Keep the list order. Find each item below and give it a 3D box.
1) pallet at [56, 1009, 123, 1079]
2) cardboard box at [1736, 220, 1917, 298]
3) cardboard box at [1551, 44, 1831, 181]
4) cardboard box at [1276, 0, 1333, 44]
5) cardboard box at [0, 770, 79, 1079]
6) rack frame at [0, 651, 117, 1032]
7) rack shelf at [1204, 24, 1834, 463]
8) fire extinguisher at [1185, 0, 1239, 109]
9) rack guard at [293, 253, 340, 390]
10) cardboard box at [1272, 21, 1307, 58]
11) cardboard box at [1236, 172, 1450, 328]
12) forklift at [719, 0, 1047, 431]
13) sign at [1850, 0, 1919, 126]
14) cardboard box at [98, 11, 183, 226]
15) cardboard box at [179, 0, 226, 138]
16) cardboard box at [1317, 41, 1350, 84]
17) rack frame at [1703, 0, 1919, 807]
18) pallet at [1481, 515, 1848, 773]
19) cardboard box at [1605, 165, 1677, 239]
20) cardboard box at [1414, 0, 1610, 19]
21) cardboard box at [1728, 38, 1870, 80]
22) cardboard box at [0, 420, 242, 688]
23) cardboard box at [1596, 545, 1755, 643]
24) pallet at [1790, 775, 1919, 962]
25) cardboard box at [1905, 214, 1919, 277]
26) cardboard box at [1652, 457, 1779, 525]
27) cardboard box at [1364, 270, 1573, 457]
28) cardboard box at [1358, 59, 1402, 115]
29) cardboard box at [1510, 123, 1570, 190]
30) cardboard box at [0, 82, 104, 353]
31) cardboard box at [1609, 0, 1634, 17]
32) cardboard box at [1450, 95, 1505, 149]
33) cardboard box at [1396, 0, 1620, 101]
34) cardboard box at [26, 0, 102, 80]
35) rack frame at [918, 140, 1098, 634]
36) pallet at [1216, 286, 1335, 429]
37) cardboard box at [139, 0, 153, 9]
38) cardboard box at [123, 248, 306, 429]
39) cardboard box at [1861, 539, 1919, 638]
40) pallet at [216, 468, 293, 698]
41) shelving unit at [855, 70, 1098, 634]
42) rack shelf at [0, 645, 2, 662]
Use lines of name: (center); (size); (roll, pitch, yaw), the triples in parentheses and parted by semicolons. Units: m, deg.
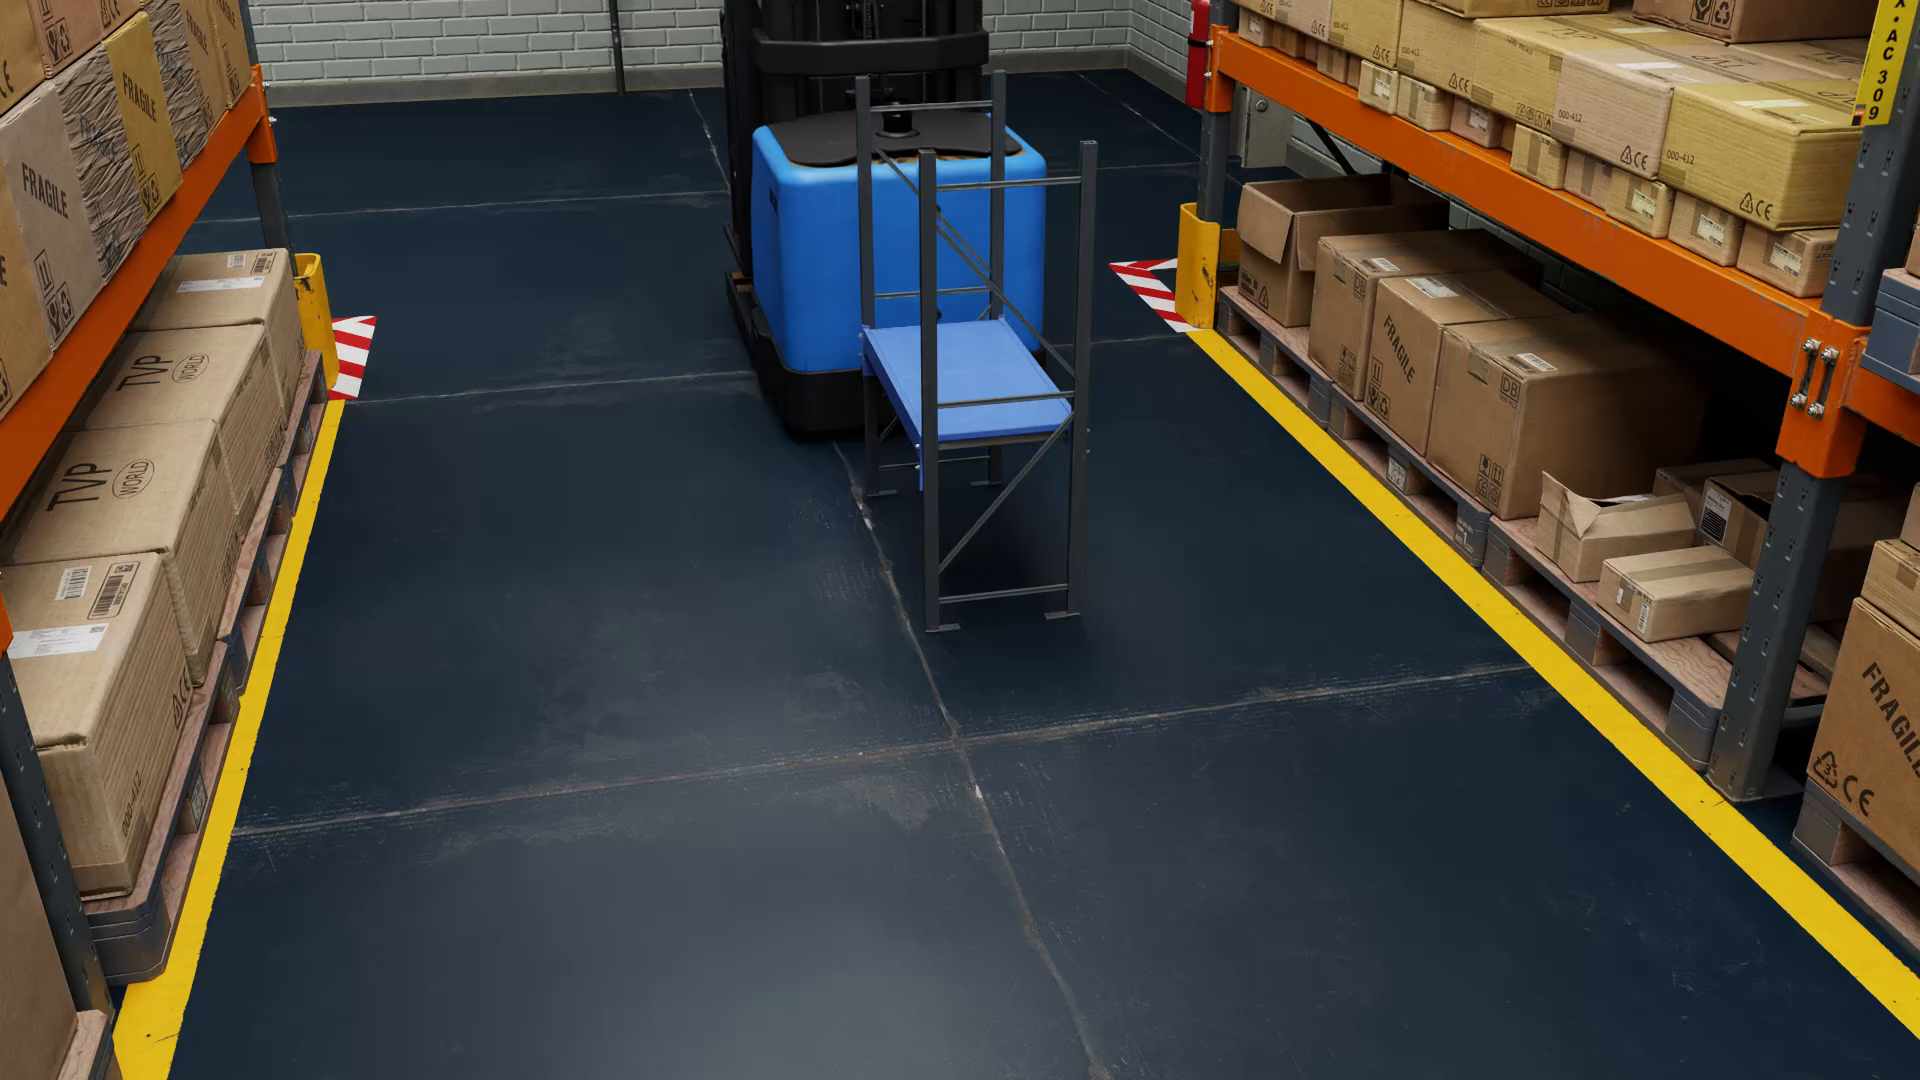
pallet: (-2.087, 1.364, 2.814); (1.003, 0.211, 1.213); (-6, 27, -12)
cardboard box: (2.183, -0.720, 4.126); (0.380, 0.149, 0.250); (-6, 27, -11)
cardboard box: (2.021, -1.201, 4.636); (0.500, 0.250, 0.500); (-6, 27, -11)
cardboard box: (1.553, -2.092, 6.402); (0.500, 0.250, 0.500); (-6, 27, -11)
cardboard box: (-2.117, 0.813, 2.702); (0.875, 0.875, 0.875); (-5, 27, -10)
rack frame: (-2.335, -0.212, 2.841); (1.000, 3.000, 0.127); (-6, 27, -12)
rack shelf: (2.050, -1.275, 5.745); (1.077, 0.370, 4.000); (-6, 27, -12)
fire extinguisher: (1.116, -2.290, 7.459); (0.296, 0.674, 0.183); (-6, 27, -12)
rack guard: (-3.242, -0.863, 6.904); (1.175, 0.500, 0.348); (-6, 27, -12)
cardboard box: (1.508, -2.082, 6.826); (0.380, 0.149, 0.250); (-5, 27, -10)
cardboard box: (1.645, -1.269, 7.239); (0.797, 0.503, 0.637); (-7, 28, -14)
forklift: (-0.503, -2.372, 7.197); (1.130, 2.935, 3.031); (-6, 27, -12)
sign: (1.974, -1.046, 3.532); (0.100, 0.325, 0.005); (-6, 27, -12)
cardboard box: (-2.517, -1.156, 4.600); (0.500, 0.500, 0.500); (-5, 27, -10)
cardboard box: (-2.771, -1.606, 5.492); (0.500, 0.500, 0.500); (-7, 28, -13)
cardboard box: (1.599, -1.853, 6.372); (0.380, 0.149, 0.250); (-5, 27, -10)
rack frame: (2.500, -0.718, 3.843); (1.000, 3.000, 0.127); (-6, 27, -12)
pallet: (2.347, 0.226, 5.069); (1.003, 0.211, 1.213); (-6, 27, -12)
cardboard box: (2.021, -0.944, 4.569); (0.380, 0.149, 0.250); (-5, 27, -10)
cardboard box: (1.777, -1.989, 5.367); (0.500, 0.500, 0.500); (-5, 27, -10)
cardboard box: (2.532, -1.248, 4.730); (0.500, 0.250, 0.500); (-6, 27, -12)
cardboard box: (-2.574, 0.065, 4.670); (0.875, 0.438, 0.875); (-7, 28, -13)
cardboard box: (2.089, 0.153, 4.816); (0.380, 0.149, 0.250); (-7, 28, -13)
pallet: (2.721, 0.880, 3.772); (1.003, 0.211, 1.213); (-6, 27, -12)
cardboard box: (2.392, -0.715, 3.260); (0.700, 0.500, 0.500); (-5, 27, -10)
cardboard box: (2.484, -0.137, 5.390); (0.380, 0.149, 0.250); (-6, 27, -12)
cardboard box: (1.821, -0.646, 6.008); (0.500, 0.500, 0.500); (-5, 27, -11)
cardboard box: (1.648, -1.619, 5.907); (0.380, 0.149, 0.250); (-7, 28, -13)
cardboard box: (1.903, -1.171, 5.020); (0.380, 0.149, 0.250); (-6, 27, -12)
cardboard box: (-2.295, -0.711, 3.718); (0.500, 0.500, 0.500); (-6, 27, -11)
cardboard box: (2.301, -1.691, 5.607); (0.500, 0.250, 0.500); (-6, 27, -12)
cardboard box: (1.852, -1.399, 5.472); (0.380, 0.149, 0.250); (-6, 27, -12)
cardboard box: (1.806, -1.647, 5.521); (0.500, 0.250, 0.500); (-7, 28, -13)
cardboard box: (-2.418, -1.385, 3.945); (0.500, 0.500, 0.500); (-5, 27, -11)
rack frame: (0.134, -0.409, 4.896); (0.500, 1.500, 0.032); (-6, 27, -12)
pallet: (1.797, -0.845, 7.191); (1.003, 0.211, 1.213); (-6, 27, -12)
cardboard box: (-2.641, -1.828, 4.822); (0.500, 0.500, 0.500); (-6, 27, -12)
cardboard box: (-2.990, -0.732, 6.249); (0.875, 0.438, 0.875); (-7, 28, -13)
cardboard box: (2.322, 0.106, 3.800); (0.380, 0.149, 0.250); (-5, 27, -9)
pallet: (-2.708, 0.154, 5.210); (1.003, 0.211, 1.213); (-6, 27, -12)
shelving unit: (0.019, -0.632, 5.338); (0.538, 1.500, 1.048); (-6, 27, -12)
rack shelf: (-1.884, 0.987, 1.264); (1.077, 0.370, 4.000); (-6, 27, -12)
